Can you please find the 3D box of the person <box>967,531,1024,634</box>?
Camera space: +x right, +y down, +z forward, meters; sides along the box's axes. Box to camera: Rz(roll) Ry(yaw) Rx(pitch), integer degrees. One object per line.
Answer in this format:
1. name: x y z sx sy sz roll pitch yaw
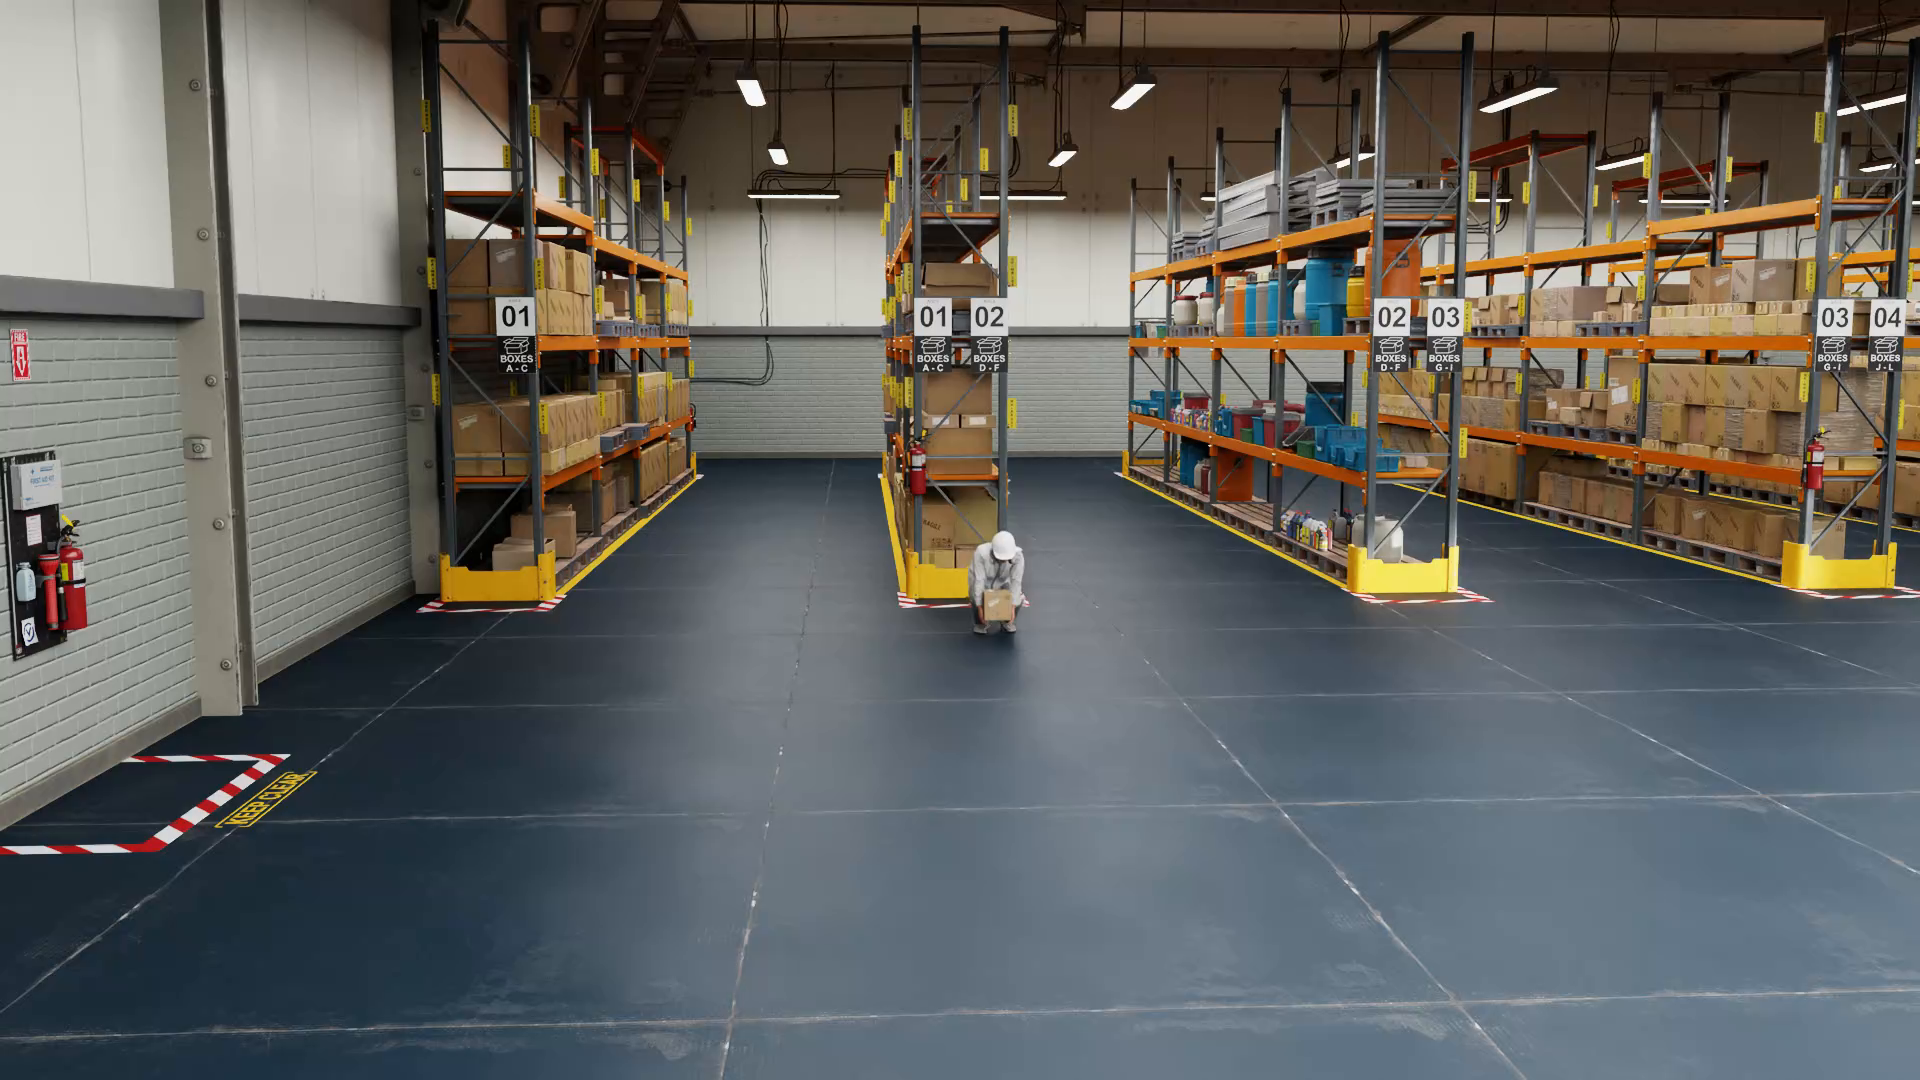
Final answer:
1. person: 0.338 0.386 15.659 0.511 1.013 0.875 -1 7 -5
